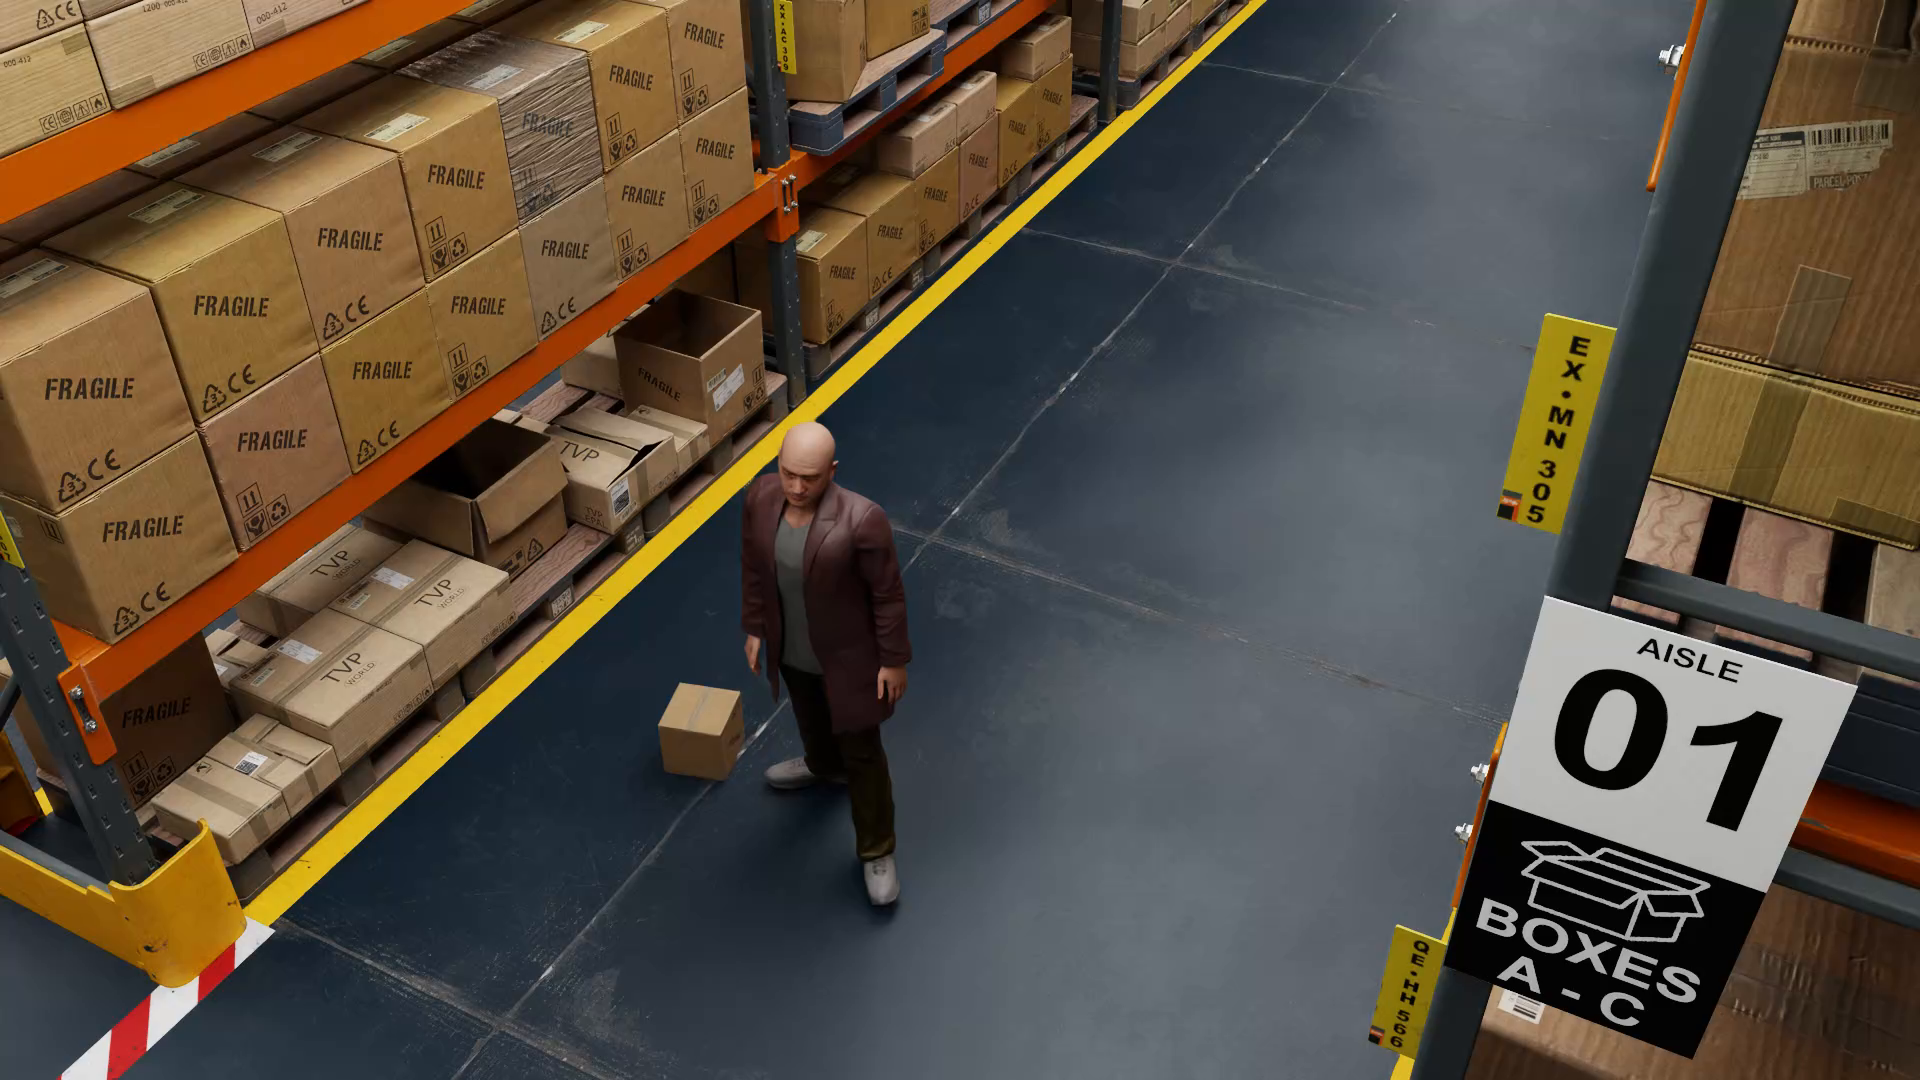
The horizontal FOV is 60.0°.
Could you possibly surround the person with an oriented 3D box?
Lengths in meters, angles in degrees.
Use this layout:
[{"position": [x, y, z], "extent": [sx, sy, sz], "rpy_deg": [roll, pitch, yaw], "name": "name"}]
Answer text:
[{"position": [-0.444, 0.366, 5.644], "extent": [0.771, 1.771, 0.577], "rpy_deg": [19, 41, 23], "name": "person"}]
